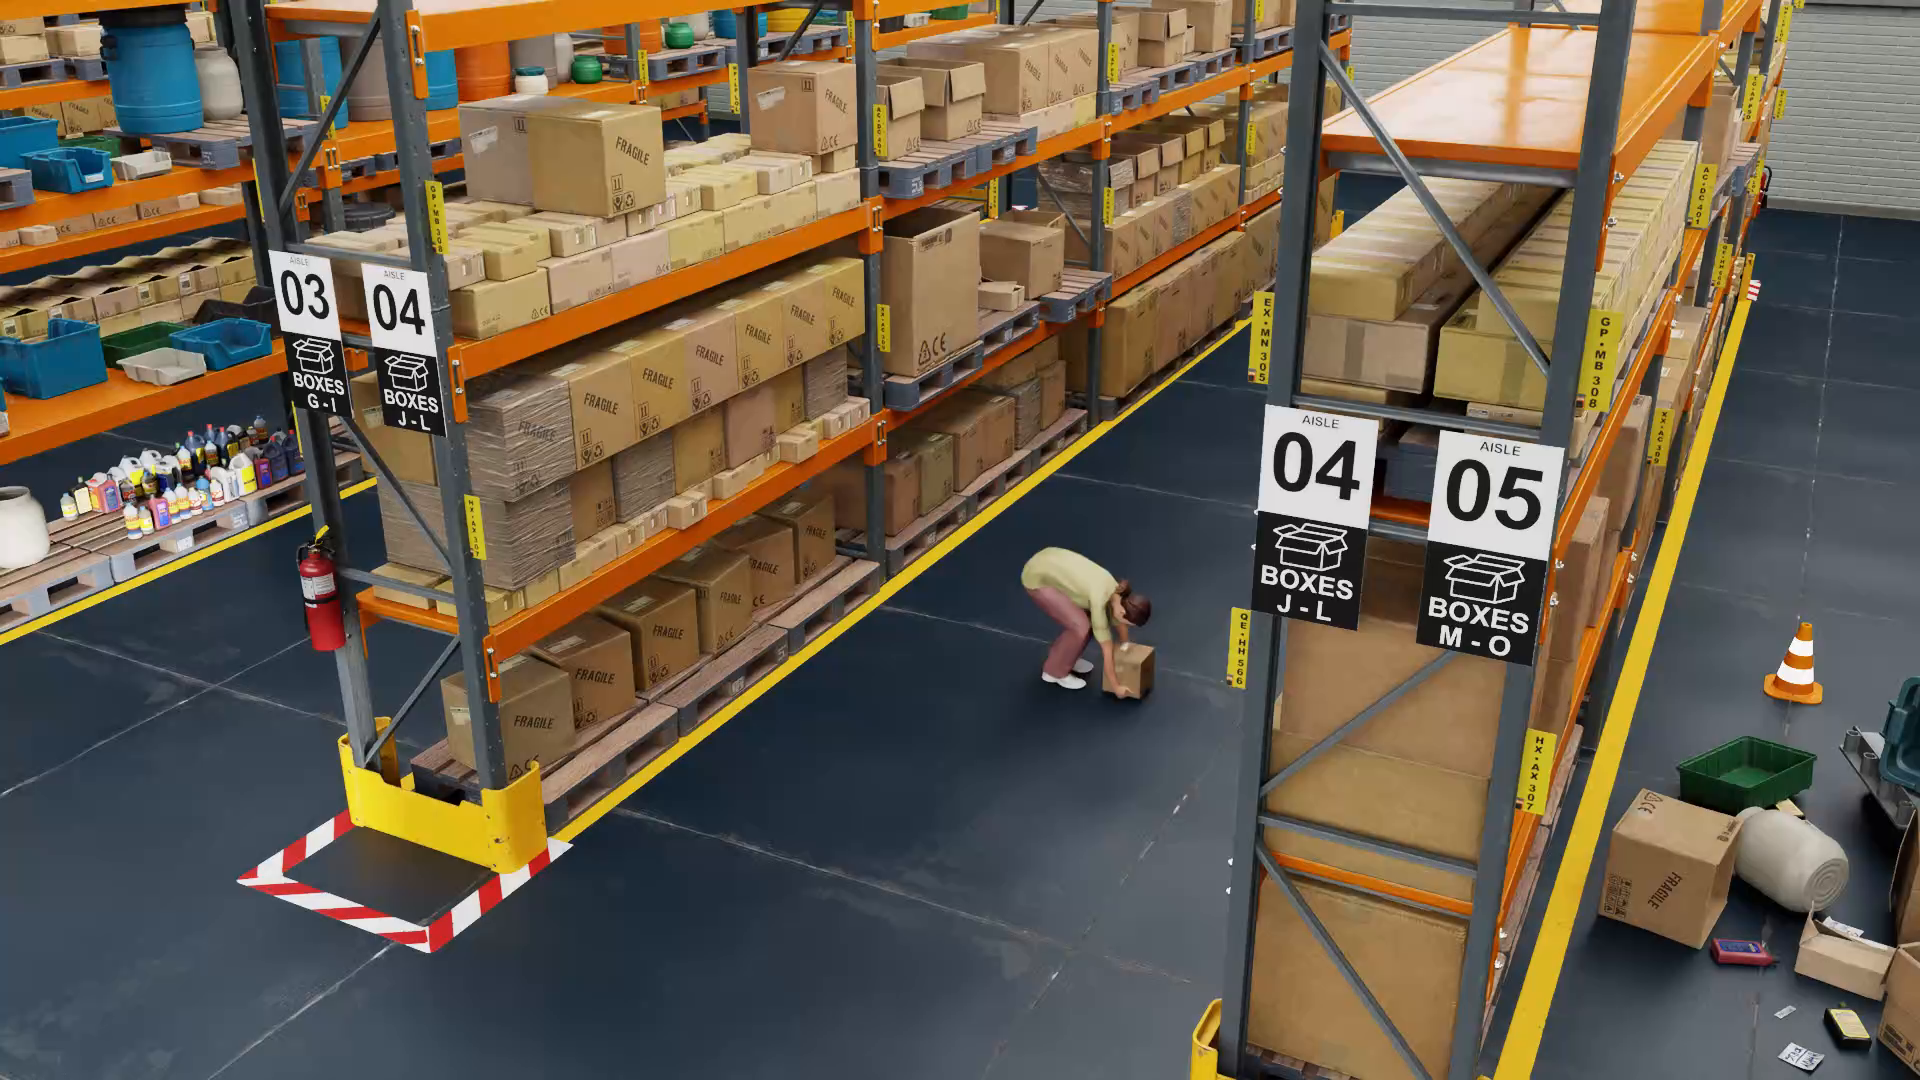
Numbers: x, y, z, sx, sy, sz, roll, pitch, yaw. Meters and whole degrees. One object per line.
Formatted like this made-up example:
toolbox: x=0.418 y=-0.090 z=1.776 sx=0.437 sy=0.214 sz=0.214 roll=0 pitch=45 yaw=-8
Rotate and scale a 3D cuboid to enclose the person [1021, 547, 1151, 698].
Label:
person: x=0.807 y=0.505 z=10.575 sx=0.848 sy=0.864 sz=0.468 roll=10 pitch=25 yaw=22
